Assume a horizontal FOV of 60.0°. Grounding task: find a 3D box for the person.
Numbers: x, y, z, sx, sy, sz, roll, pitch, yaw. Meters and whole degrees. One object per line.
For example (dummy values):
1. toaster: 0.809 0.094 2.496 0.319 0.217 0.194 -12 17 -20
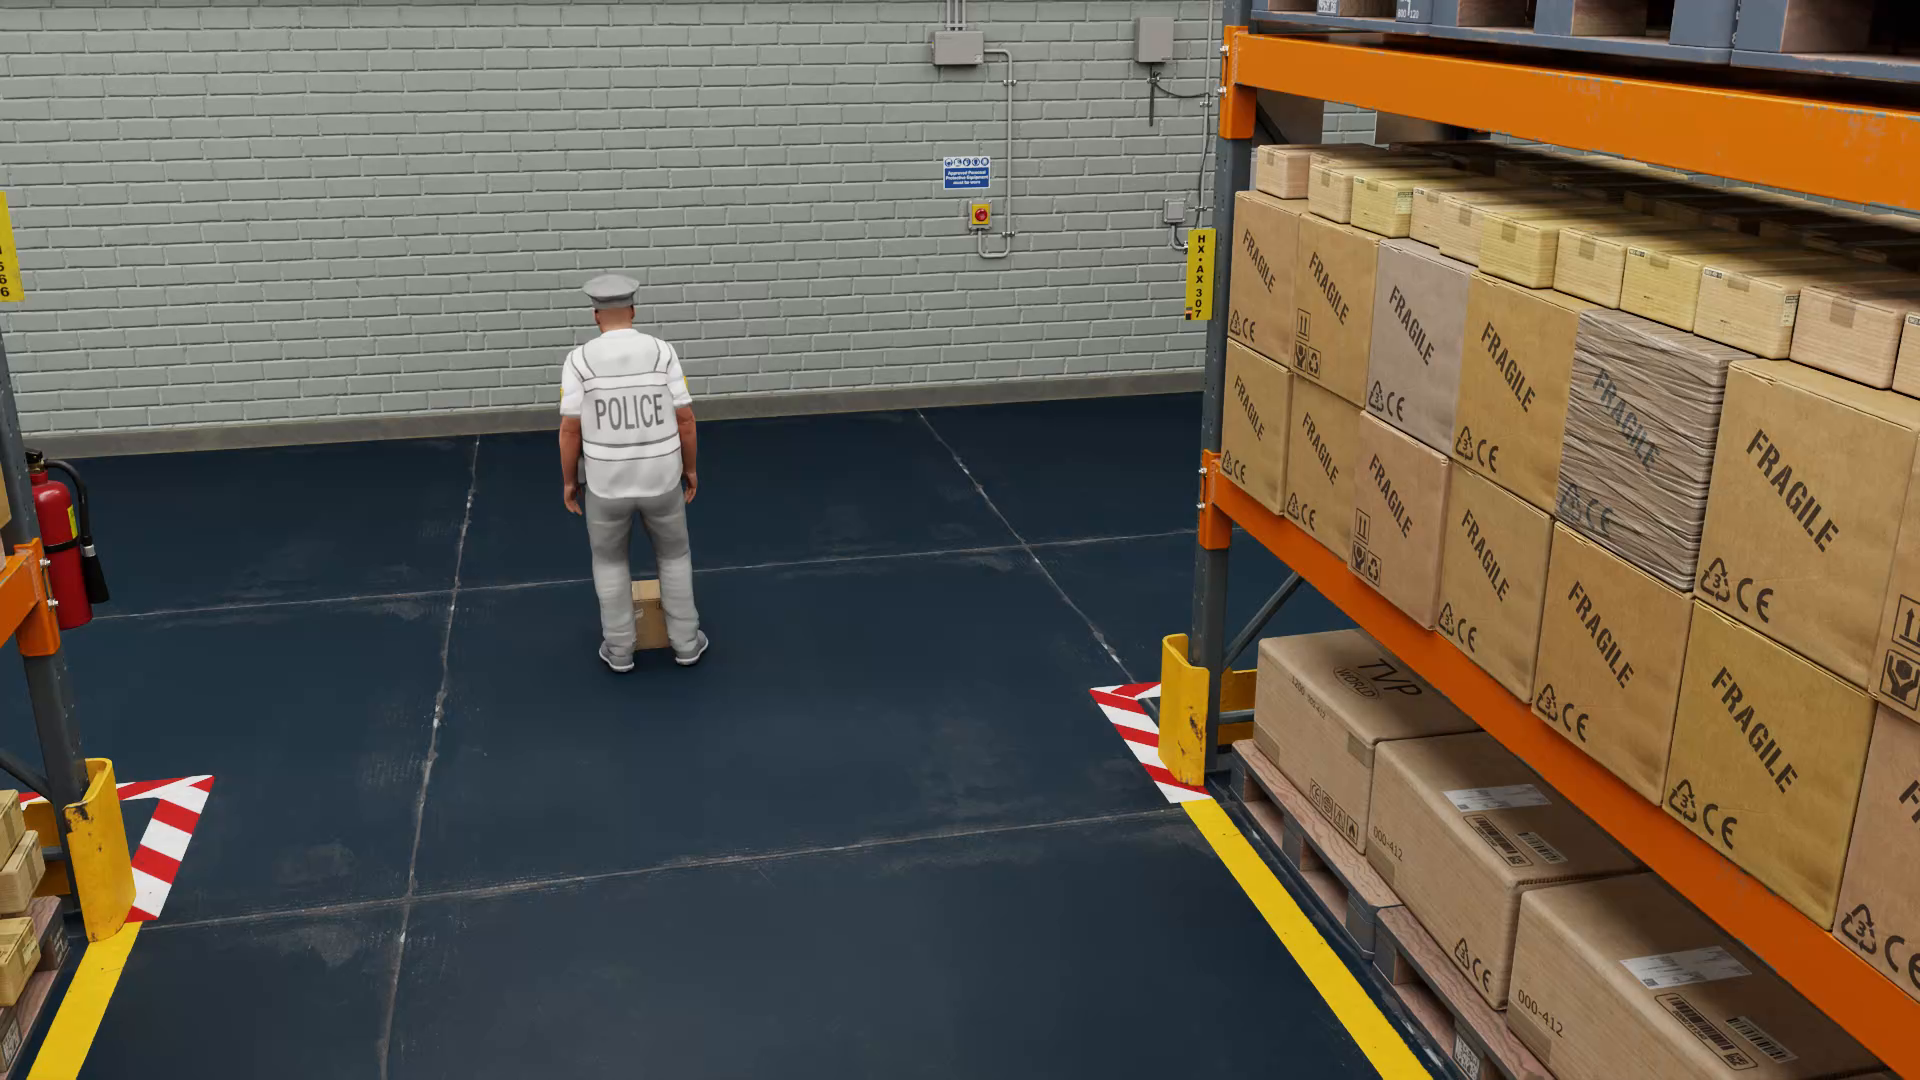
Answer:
1. person: -1.437 -0.267 7.309 0.605 1.751 0.428 -6 20 -15
